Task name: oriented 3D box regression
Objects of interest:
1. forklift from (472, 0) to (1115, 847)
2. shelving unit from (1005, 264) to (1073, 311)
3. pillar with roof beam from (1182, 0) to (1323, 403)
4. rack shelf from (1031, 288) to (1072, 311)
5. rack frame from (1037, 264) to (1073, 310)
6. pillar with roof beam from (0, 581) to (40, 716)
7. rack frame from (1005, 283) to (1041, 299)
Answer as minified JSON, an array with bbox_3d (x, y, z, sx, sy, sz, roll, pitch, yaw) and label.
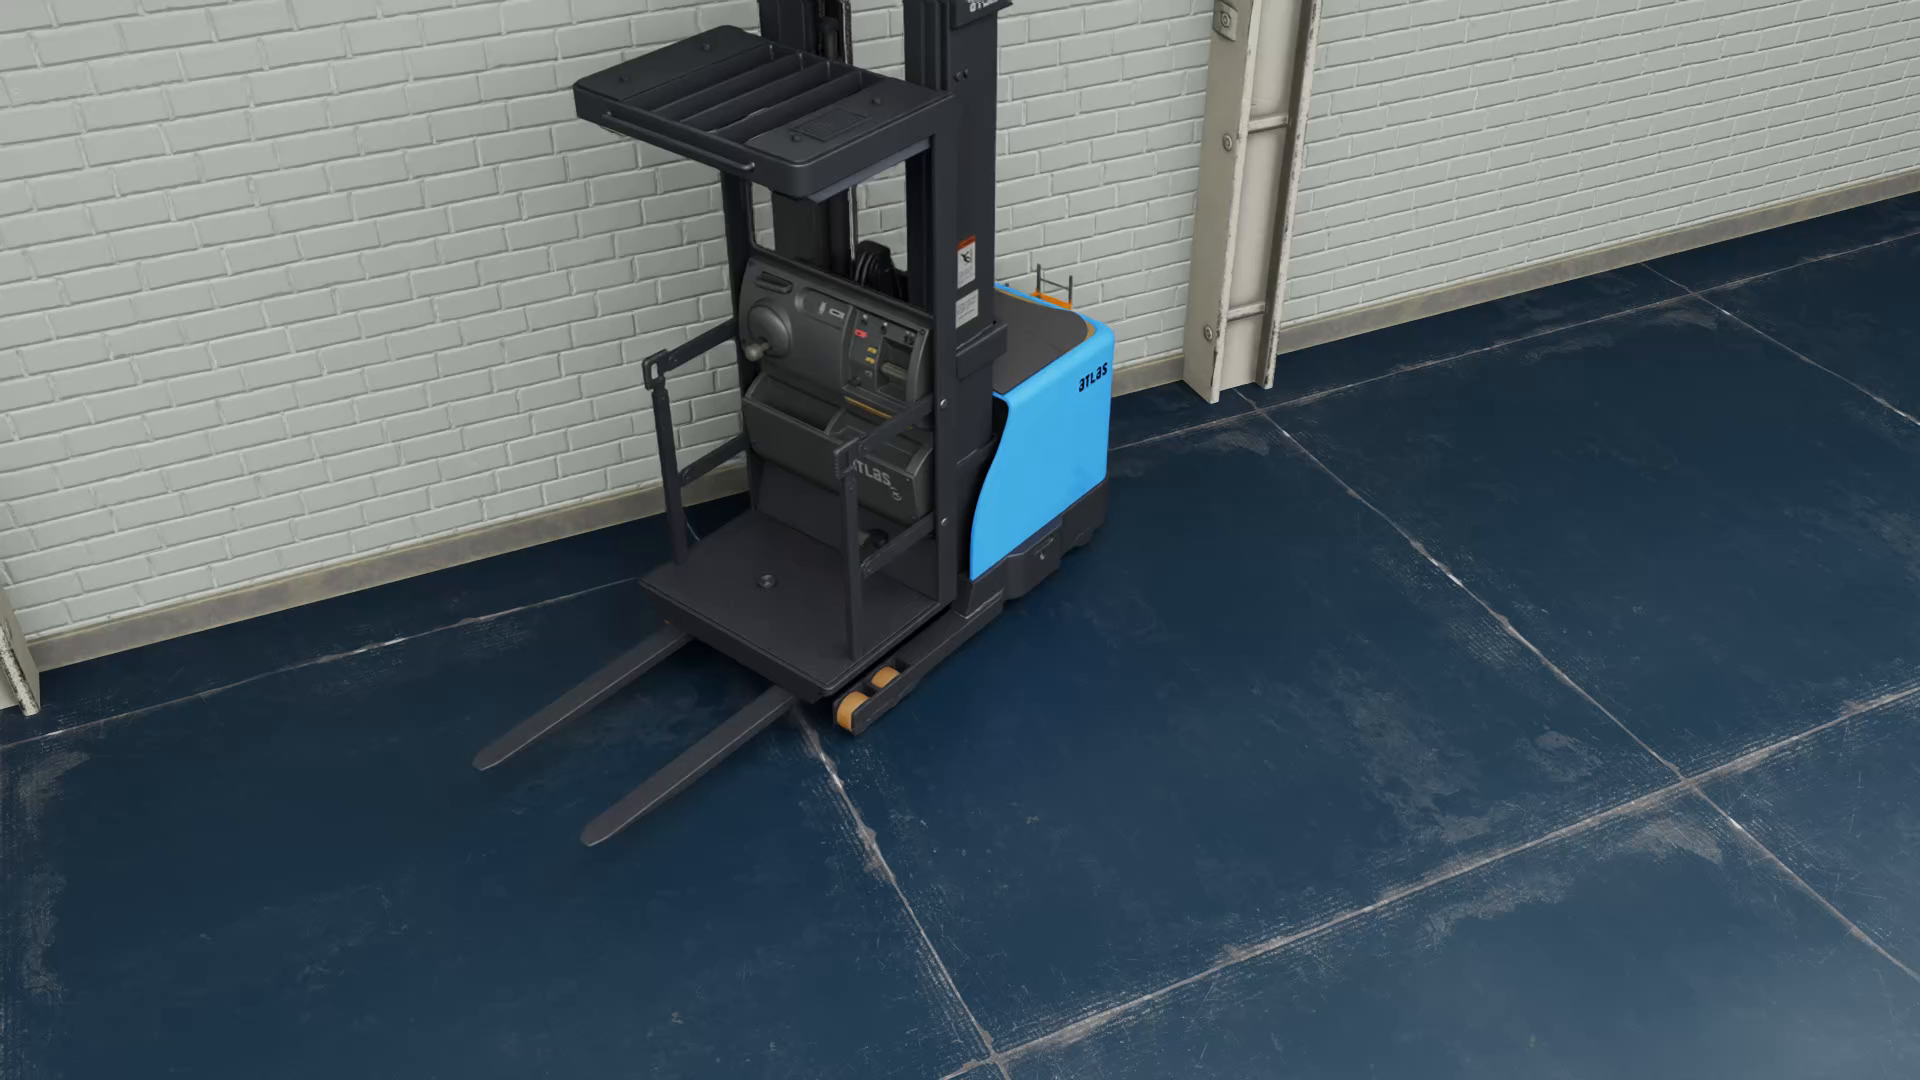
[{"bbox_3d":[-0.629,-0.736,6.282,1.130,2.935,3.031,26,44,30],"label":"forklift"},{"bbox_3d":[0.362,-0.766,7.901,0.215,1.050,0.252,26,44,30],"label":"shelving unit"},{"bbox_3d":[3.253,-2.140,3.081,0.400,9.000,9.100,-16,39,-20],"label":"pillar with roof beam"},{"bbox_3d":[0.362,-0.985,7.739,0.215,0.259,0.240,26,44,30],"label":"rack shelf"},{"bbox_3d":[0.438,-0.823,7.978,0.200,1.050,0.008,26,44,30],"label":"rack frame"},{"bbox_3d":[-2.179,-0.621,1.033,0.400,9.000,9.100,-16,39,-20],"label":"pillar with roof beam"},{"bbox_3d":[0.285,-0.709,7.825,0.200,1.050,0.008,26,44,30],"label":"rack frame"}]
